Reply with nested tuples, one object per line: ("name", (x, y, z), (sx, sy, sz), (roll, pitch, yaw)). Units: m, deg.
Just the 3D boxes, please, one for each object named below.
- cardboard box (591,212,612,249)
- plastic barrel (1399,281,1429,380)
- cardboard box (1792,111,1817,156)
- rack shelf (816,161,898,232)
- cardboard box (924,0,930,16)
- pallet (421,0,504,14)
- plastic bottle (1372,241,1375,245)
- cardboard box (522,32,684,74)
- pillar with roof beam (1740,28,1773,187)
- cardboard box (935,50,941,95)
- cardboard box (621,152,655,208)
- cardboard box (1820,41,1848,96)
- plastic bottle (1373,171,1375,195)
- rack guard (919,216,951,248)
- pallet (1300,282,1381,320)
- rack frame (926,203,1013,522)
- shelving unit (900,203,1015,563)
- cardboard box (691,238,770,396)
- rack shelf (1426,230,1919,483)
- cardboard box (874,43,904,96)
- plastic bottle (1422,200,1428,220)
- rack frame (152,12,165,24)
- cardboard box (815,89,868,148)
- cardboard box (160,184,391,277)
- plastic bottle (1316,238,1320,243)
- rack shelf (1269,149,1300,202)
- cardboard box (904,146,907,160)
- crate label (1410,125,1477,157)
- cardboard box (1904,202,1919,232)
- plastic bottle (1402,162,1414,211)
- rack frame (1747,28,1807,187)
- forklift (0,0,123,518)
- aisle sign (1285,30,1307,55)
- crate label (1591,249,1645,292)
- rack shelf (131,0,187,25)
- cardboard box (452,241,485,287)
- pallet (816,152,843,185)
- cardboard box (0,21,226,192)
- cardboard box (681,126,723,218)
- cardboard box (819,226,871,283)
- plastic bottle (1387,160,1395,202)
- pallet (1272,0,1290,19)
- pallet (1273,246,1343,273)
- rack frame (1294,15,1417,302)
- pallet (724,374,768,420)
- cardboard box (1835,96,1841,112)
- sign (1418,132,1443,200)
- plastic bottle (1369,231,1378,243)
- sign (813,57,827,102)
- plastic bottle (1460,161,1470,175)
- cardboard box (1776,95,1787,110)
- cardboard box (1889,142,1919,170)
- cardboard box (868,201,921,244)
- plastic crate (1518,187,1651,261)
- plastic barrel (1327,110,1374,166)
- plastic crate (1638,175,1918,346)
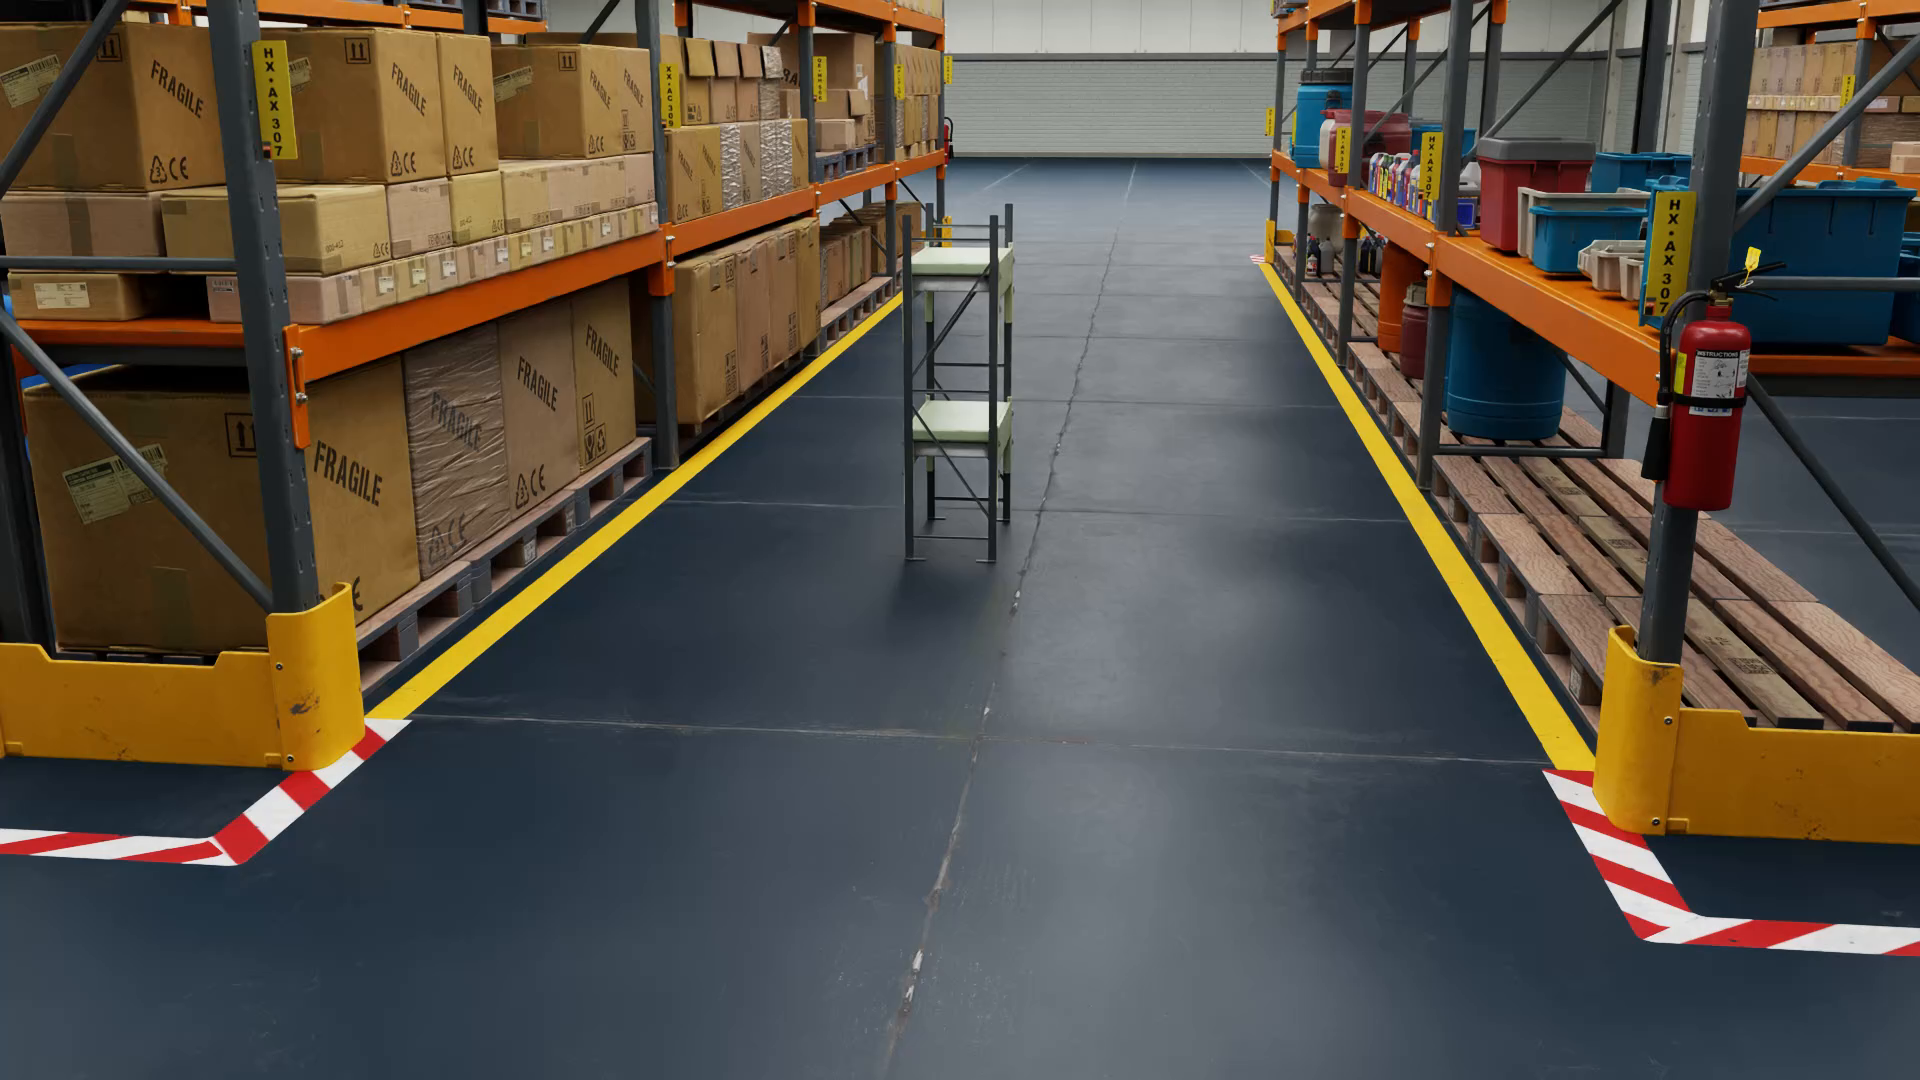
("cardboard box", (-1.841, -1.437, 7.712), (0.380, 0.149, 0.250), (2, 15, 7))
("plastic barrel", (3.162, -1.357, 10.750), (0.600, 0.588, 0.708), (2, 15, 6))
("cardboard box", (8.857, -4.060, 16.738), (0.700, 0.500, 0.500), (2, 15, 7))
("rack shelf", (-1.368, -3.056, 14.596), (1.077, 0.370, 4.000), (2, 15, 6))
("cardboard box", (-0.613, -5.940, 18.425), (0.500, 0.250, 0.500), (2, 15, 7))
("pallet", (-5.817, -6.027, 18.628), (1.003, 0.211, 1.213), (2, 15, 6))
("plastic bottle", (4.283, -2.957, 17.235), (0.097, 0.271, 0.097), (0, 15, 0))
("cardboard box", (-1.981, -2.546, 9.217), (0.797, 0.503, 0.637), (1, 15, 5))
("pillar with roof beam", (12.608, -12.006, 34.823), (9.100, 9.000, 0.400), (2, 15, 6))
("cardboard box", (-0.508, -5.484, 19.520), (0.500, 0.500, 0.500), (2, 15, 6))
("cardboard box", (-1.834, -1.796, 8.276), (0.500, 0.250, 0.500), (1, 15, 5))
("cardboard box", (8.800, -4.550, 16.066), (0.700, 0.500, 0.500), (2, 15, 6))
("plastic bottle", (2.906, -2.486, 11.489), (0.097, 0.201, 0.097), (0, 15, 0))
("rack guard", (-0.700, -3.733, 20.510), (1.175, 0.500, 0.348), (2, 15, 6))
("pallet", (3.729, -2.225, 15.487), (1.003, 0.211, 1.213), (2, 15, 6))
("rack frame", (0.042, -0.821, 7.824), (0.400, 1.500, 0.023), (2, 15, 6))
("shelving unit", (0.001, -0.726, 7.473), (0.431, 1.500, 0.755), (2, 15, 6))
("cardboard box", (-1.893, -1.423, 10.443), (1.225, 0.875, 0.875), (1, 15, 4))
("rack shelf", (2.650, -0.835, 6.383), (1.077, 0.370, 4.000), (2, 15, 6))
("cardboard box", (-0.839, -4.706, 16.642), (0.500, 0.500, 0.500), (2, 15, 6))
("plastic bottle", (2.676, -1.974, 9.308), (0.144, 0.351, 0.185), (2, 15, 6))
("rack frame", (-10.538, -5.251, 21.336), (1.000, 3.000, 0.127), (2, 15, 6))
("cardboard box", (-1.246, -3.722, 14.679), (0.797, 0.503, 0.637), (3, 15, 12))
("cardboard box", (-2.174, -0.998, 5.322), (0.500, 0.250, 0.500), (1, 15, 5))
("plastic bottle", (3.751, -3.025, 17.465), (0.061, 0.283, 0.133), (2, 15, 6))
("rack shelf", (4.004, -3.948, 17.893), (1.077, 0.370, 4.000), (2, 15, 6))
("cardboard box", (-0.759, -4.043, 17.349), (0.380, 0.149, 0.250), (2, 15, 6))
("crate label", (3.708, -3.006, 12.963), (0.502, 0.435, 0.616), (2, 15, 6))
("cardboard box", (9.063, -2.978, 15.955), (0.500, 0.500, 0.500), (2, 15, 6))
("plastic bottle", (2.720, -2.139, 10.048), (0.061, 0.283, 0.133), (2, 15, 6))
("rack frame", (9.151, -4.667, 19.174), (1.000, 3.000, 0.127), (2, 15, 6))
("forklift", (-5.017, -1.823, 8.787), (3.031, 2.935, 1.130), (14, 20, 42))
("aisle sign", (3.947, -6.096, 19.479), (0.394, 0.787, 0.004), (2, 15, 6))
("crate label", (2.391, -0.930, 5.745), (0.396, 0.136, 0.243), (2, 15, 6))
("rack shelf", (-6.736, -3.639, 11.005), (1.077, 0.370, 4.000), (2, 15, 6))
("cardboard box", (-2.015, -1.037, 6.233), (0.380, 0.149, 0.250), (1, 15, 5))
("pallet", (-1.619, -2.980, 13.304), (1.213, 0.211, 1.003), (2, 15, 6))
("cardboard box", (-2.703, -1.377, 5.289), (0.500, 0.500, 0.500), (2, 15, 7))
("cardboard box", (-1.689, -2.138, 9.630), (0.500, 0.500, 0.500), (2, 15, 6))
("cardboard box", (-1.233, -2.769, 16.103), (0.700, 0.500, 0.500), (1, 15, 2))
("plastic bottle", (2.824, -2.330, 10.780), (0.097, 0.271, 0.097), (0, 15, 0))
("pallet", (4.040, -5.959, 18.568), (1.003, 0.211, 1.213), (2, 15, 6))
("pallet", (4.171, -3.236, 19.225), (1.003, 0.211, 1.213), (2, 15, 6))
("rack frame", (3.779, -3.776, 15.881), (1.000, 3.000, 0.127), (2, 15, 6))
("pallet", (-1.898, -1.021, 11.033), (1.003, 0.211, 1.213), (2, 15, 6))
("cardboard box", (8.548, -4.132, 15.761), (0.380, 0.149, 0.250), (1, 15, 5))
("sign", (2.330, -1.852, 8.233), (0.100, 0.325, 0.005), (2, 15, 6))
("plastic bottle", (4.351, -3.066, 17.487), (0.144, 0.351, 0.185), (2, 15, 6))
("sign", (-1.042, -3.428, 12.375), (0.100, 0.325, 0.005), (2, 15, 6))
("plastic bottle", (2.819, -1.969, 9.293), (0.144, 0.351, 0.185), (2, 15, 6))
("cardboard box", (8.719, -4.534, 17.249), (0.380, 0.149, 0.250), (2, 15, 7))
("cardboard box", (8.688, -3.428, 14.880), (0.500, 0.250, 0.500), (3, 15, 10))
("cardboard box", (-0.778, -3.794, 19.931), (0.500, 0.500, 0.500), (5, 16, 17))
("plastic crate", (2.521, -1.283, 6.771), (0.437, 0.282, 0.530), (2, 15, 6))
("plastic barrel", (3.370, -3.410, 14.266), (0.433, 0.535, 0.433), (0, 15, 0))
("plastic crate", (2.277, -0.802, 4.700), (0.616, 0.435, 0.499), (2, 15, 6))
